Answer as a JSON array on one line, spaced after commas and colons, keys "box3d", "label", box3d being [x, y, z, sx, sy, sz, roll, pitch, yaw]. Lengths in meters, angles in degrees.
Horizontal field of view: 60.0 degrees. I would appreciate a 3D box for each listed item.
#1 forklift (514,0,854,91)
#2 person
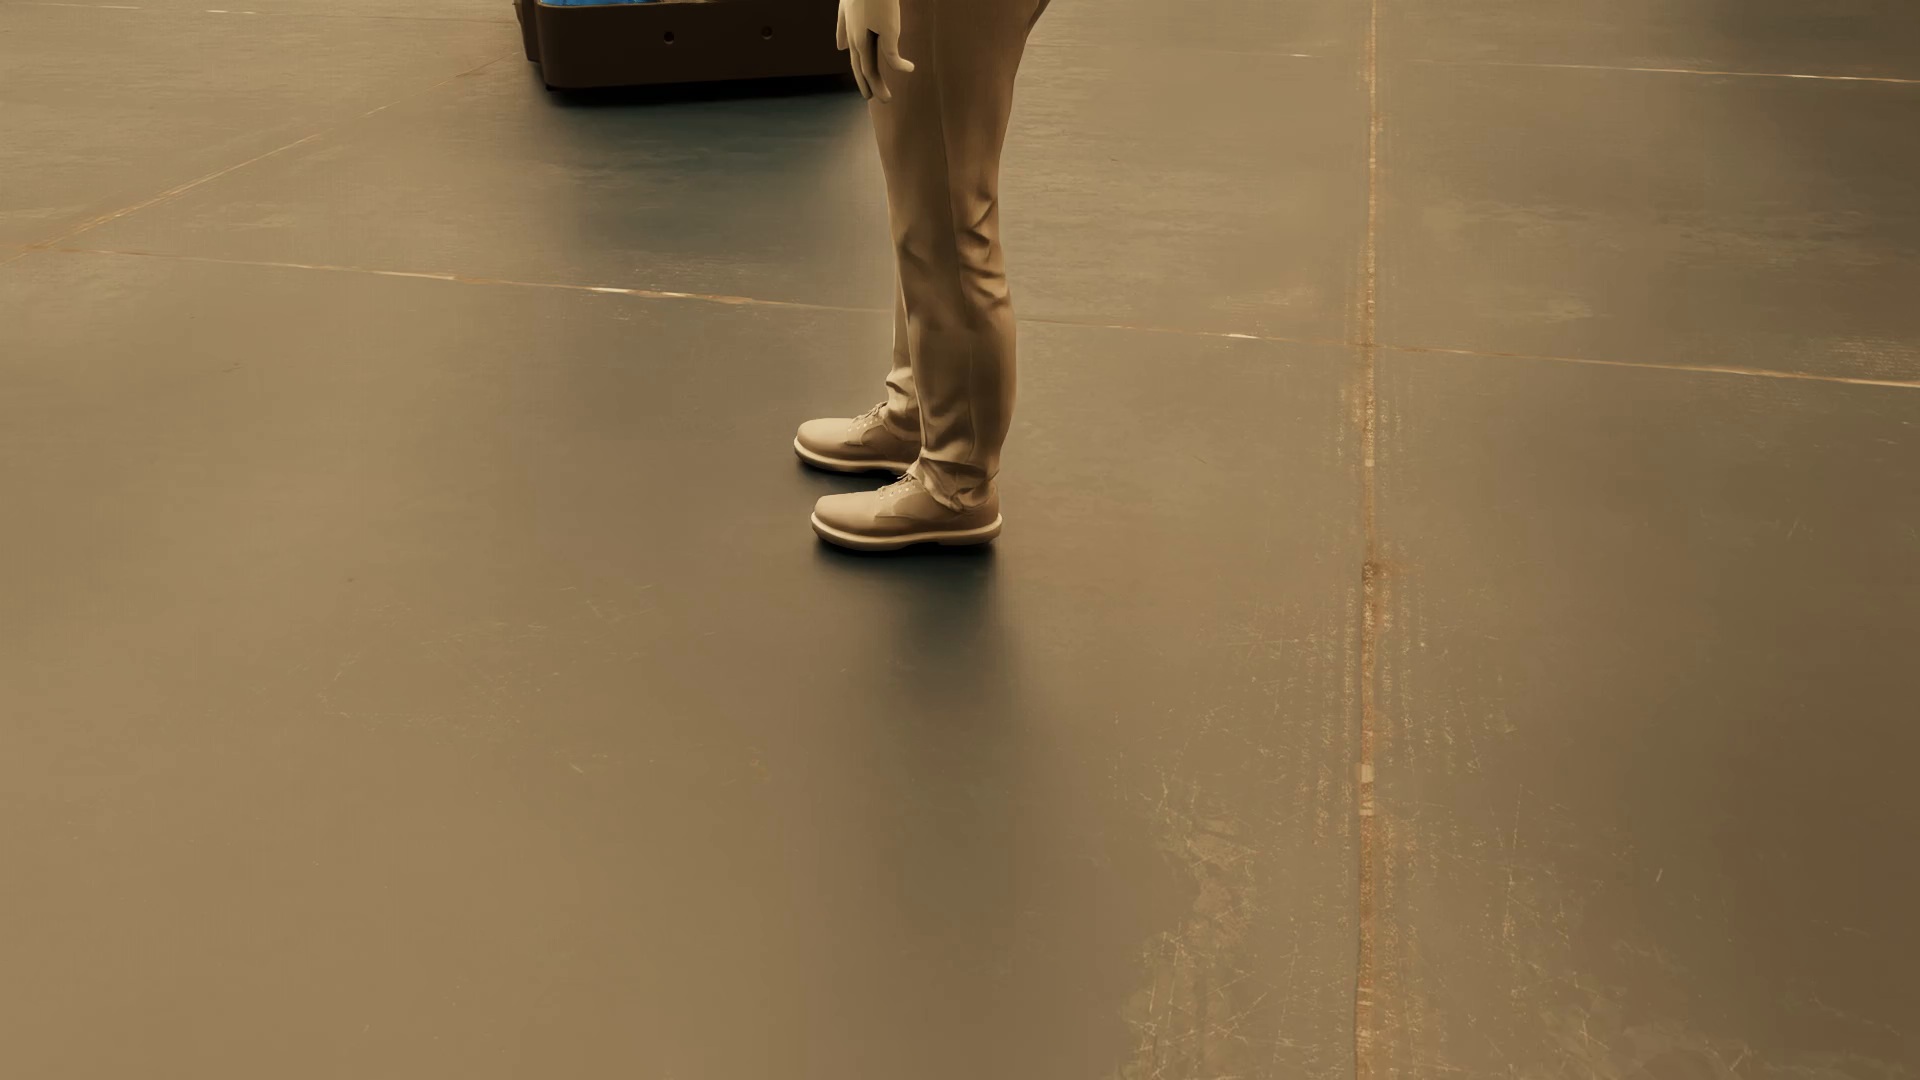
[{"box3d": [-1.150, -3.329, 5.845, 1.130, 2.935, 3.031, -7, 28, -14], "label": "forklift"}, {"box3d": [-0.080, -0.774, 2.138, 0.501, 1.694, 0.586, 6, 27, 11], "label": "person"}]
